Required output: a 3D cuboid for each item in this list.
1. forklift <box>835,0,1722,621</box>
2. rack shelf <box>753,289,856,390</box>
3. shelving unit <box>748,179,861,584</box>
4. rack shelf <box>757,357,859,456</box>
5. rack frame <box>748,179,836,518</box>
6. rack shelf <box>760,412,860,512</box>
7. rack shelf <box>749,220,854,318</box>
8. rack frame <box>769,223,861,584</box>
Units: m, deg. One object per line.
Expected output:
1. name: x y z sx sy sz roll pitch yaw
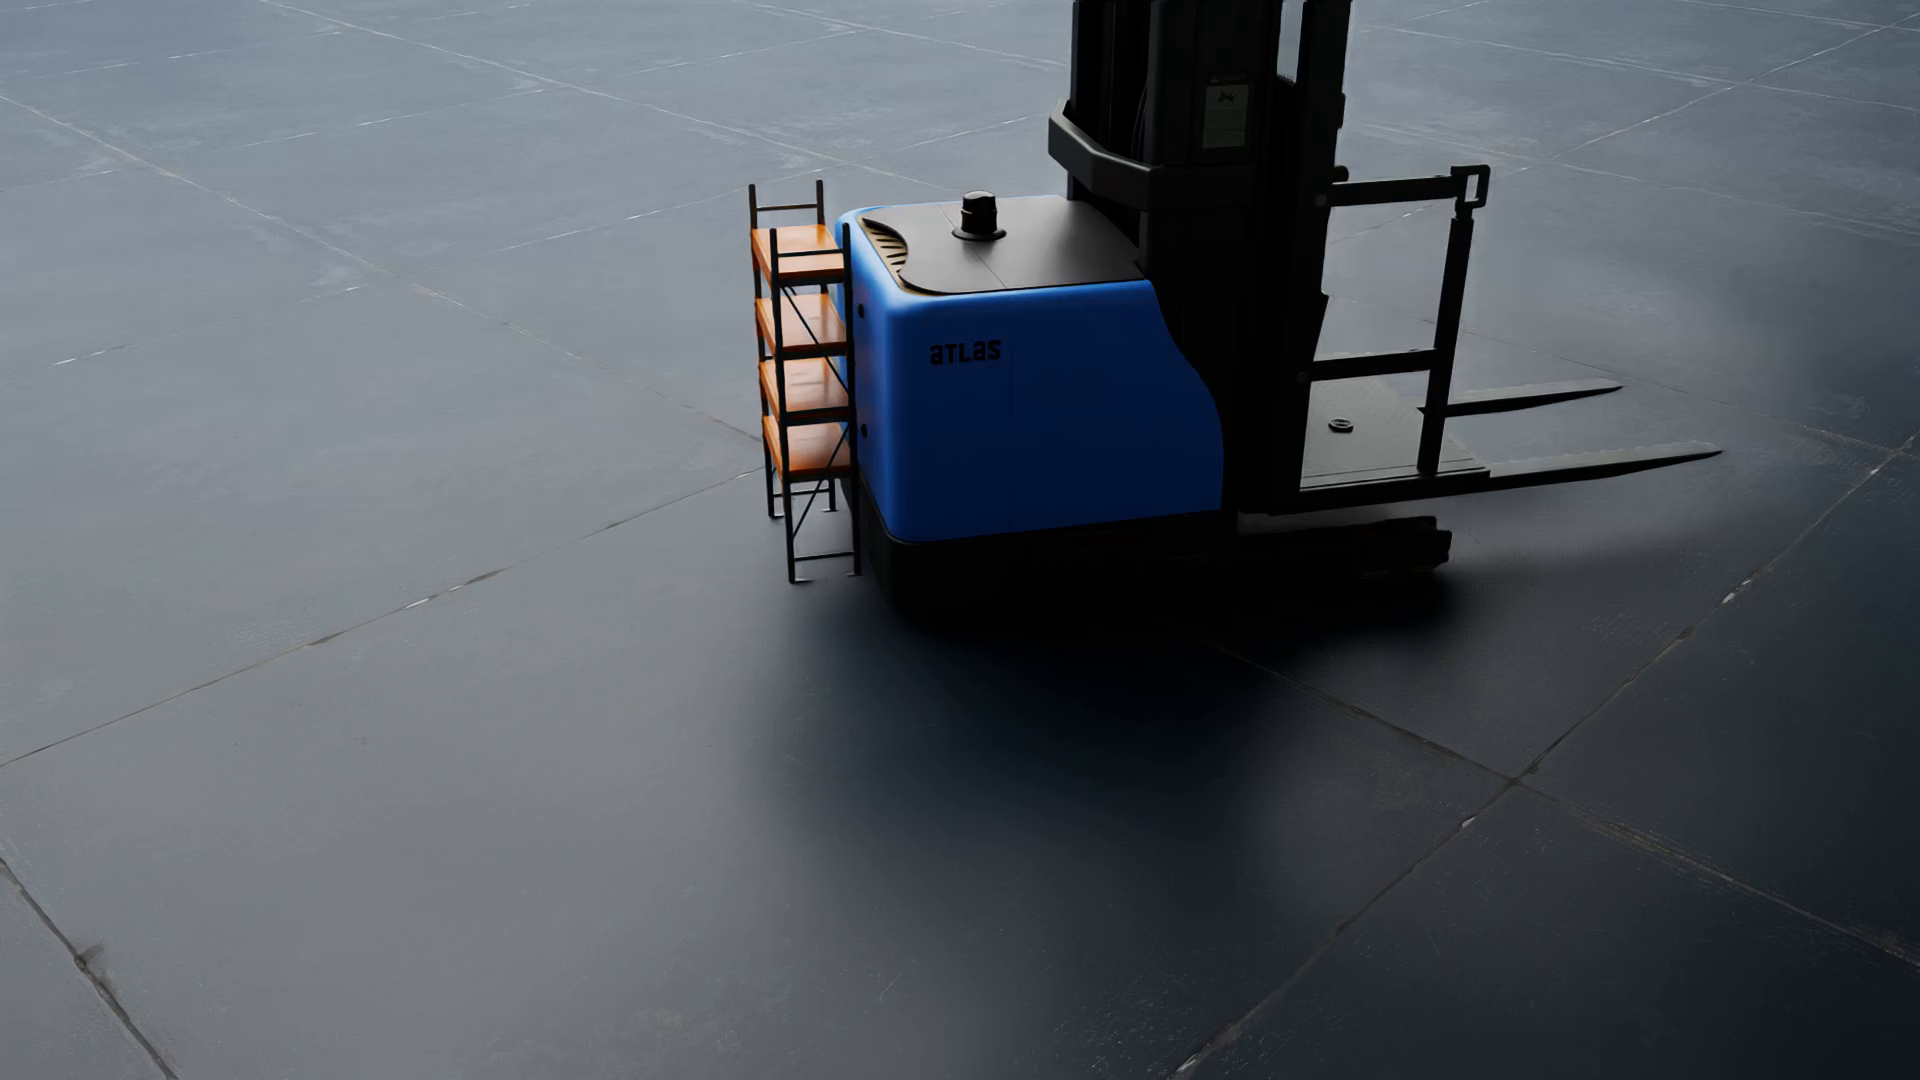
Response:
1. forklift: 1.144 -1.399 5.261 3.031 2.935 1.130 -6 28 -12
2. rack shelf: -0.505 -0.652 5.364 0.258 0.148 0.480 -6 28 -12
3. shelving unit: -0.505 -0.513 5.437 0.258 1.200 0.503 -6 28 -12
4. rack shelf: -0.505 -0.454 5.468 0.258 0.148 0.480 -6 28 -12
5. rack frame: -0.563 -0.624 5.647 0.240 1.200 0.015 -6 28 -12
6. rack shelf: -0.505 -0.278 5.561 0.258 0.148 0.480 -6 28 -12
7. rack shelf: -0.505 -0.861 5.254 0.258 0.148 0.480 -6 28 -12
8. rack frame: -0.447 -0.403 5.227 0.240 1.200 0.015 -6 28 -12
